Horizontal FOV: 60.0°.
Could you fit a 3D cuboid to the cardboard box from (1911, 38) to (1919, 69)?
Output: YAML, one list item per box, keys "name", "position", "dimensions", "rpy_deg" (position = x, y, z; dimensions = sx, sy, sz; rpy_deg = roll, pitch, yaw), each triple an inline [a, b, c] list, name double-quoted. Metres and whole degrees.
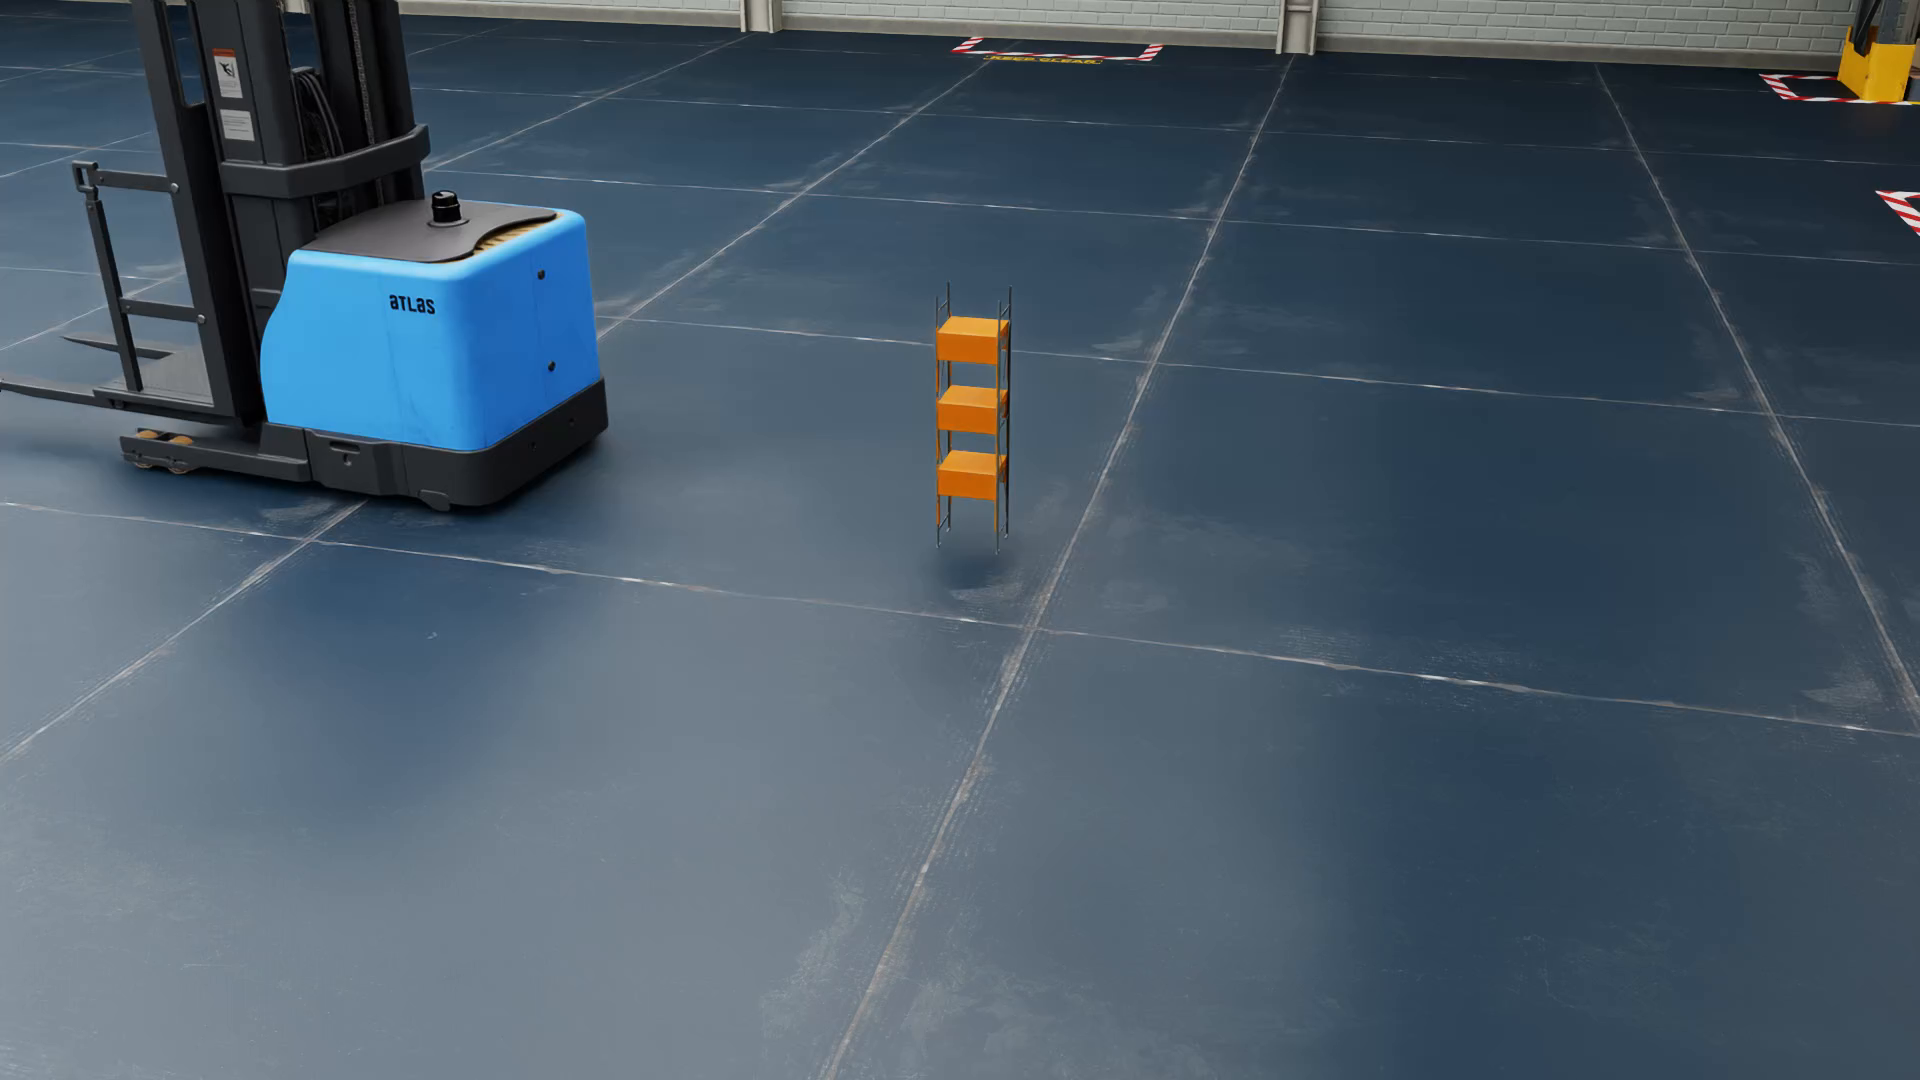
- name: "cardboard box"
  position: [9.119, -4.467, 15.258]
  dimensions: [0.500, 0.311, 0.500]
  rpy_deg: [3, 26, 7]

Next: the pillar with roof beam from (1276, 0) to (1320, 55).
- name: "pillar with roof beam"
  position: [2.482, -7.437, 11.903]
  dimensions: [0.400, 9.000, 9.100]
  rpy_deg: [6, 26, 13]

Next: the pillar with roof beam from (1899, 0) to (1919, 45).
- name: "pillar with roof beam"
  position: [8.293, -6.795, 10.554]
  dimensions: [0.400, 9.000, 9.100]
  rpy_deg: [6, 26, 13]

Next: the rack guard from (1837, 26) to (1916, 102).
- name: "rack guard"
  position: [8.545, -4.457, 15.529]
  dimensions: [0.348, 0.500, 1.175]
  rpy_deg: [6, 26, 13]

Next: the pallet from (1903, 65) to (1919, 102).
- name: "pallet"
  position: [9.323, -4.225, 15.378]
  dimensions: [1.213, 0.211, 1.003]
  rpy_deg: [6, 26, 13]

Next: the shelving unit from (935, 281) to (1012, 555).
- name: "shelving unit"
  position: [0.052, -0.468, 6.512]
  dimensions: [0.252, 1.050, 0.215]
  rpy_deg: [6, 26, 13]

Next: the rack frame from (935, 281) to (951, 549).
- name: "rack frame"
  position: [-0.066, -0.481, 6.540]
  dimensions: [0.008, 1.050, 0.200]
  rpy_deg: [6, 26, 13]

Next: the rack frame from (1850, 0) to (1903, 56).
- name: "rack frame"
  position: [8.471, -5.593, 15.009]
  dimensions: [0.127, 3.000, 1.000]
  rpy_deg: [6, 26, 13]

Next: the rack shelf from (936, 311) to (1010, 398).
- name: "rack shelf"
  position: [0.052, -0.715, 6.395]
  dimensions: [0.240, 0.259, 0.215]
  rpy_deg: [6, 26, 13]

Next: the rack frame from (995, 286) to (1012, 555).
- name: "rack frame"
  position: [0.170, -0.455, 6.485]
  dimensions: [0.008, 1.050, 0.200]
  rpy_deg: [6, 26, 13]

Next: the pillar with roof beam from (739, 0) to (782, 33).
- name: "pillar with roof beam"
  position: [-3.329, -8.080, 13.253]
  dimensions: [0.400, 9.000, 9.100]
  rpy_deg: [6, 26, 13]

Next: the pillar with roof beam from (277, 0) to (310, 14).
- name: "pillar with roof beam"
  position: [-9.140, -8.722, 14.602]
  dimensions: [0.400, 9.000, 9.100]
  rpy_deg: [6, 26, 13]

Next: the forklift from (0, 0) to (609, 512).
- name: "forklift"
  position: [-3.198, -1.817, 7.156]
  dimensions: [3.031, 2.935, 1.130]
  rpy_deg: [9, 27, 18]

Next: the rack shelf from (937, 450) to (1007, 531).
- name: "rack shelf"
  position: [0.052, -0.208, 6.636]
  dimensions: [0.240, 0.259, 0.215]
  rpy_deg: [6, 26, 13]

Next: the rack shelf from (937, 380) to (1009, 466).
- name: "rack shelf"
  position: [0.052, -0.459, 6.517]
  dimensions: [0.240, 0.259, 0.215]
  rpy_deg: [6, 26, 13]
